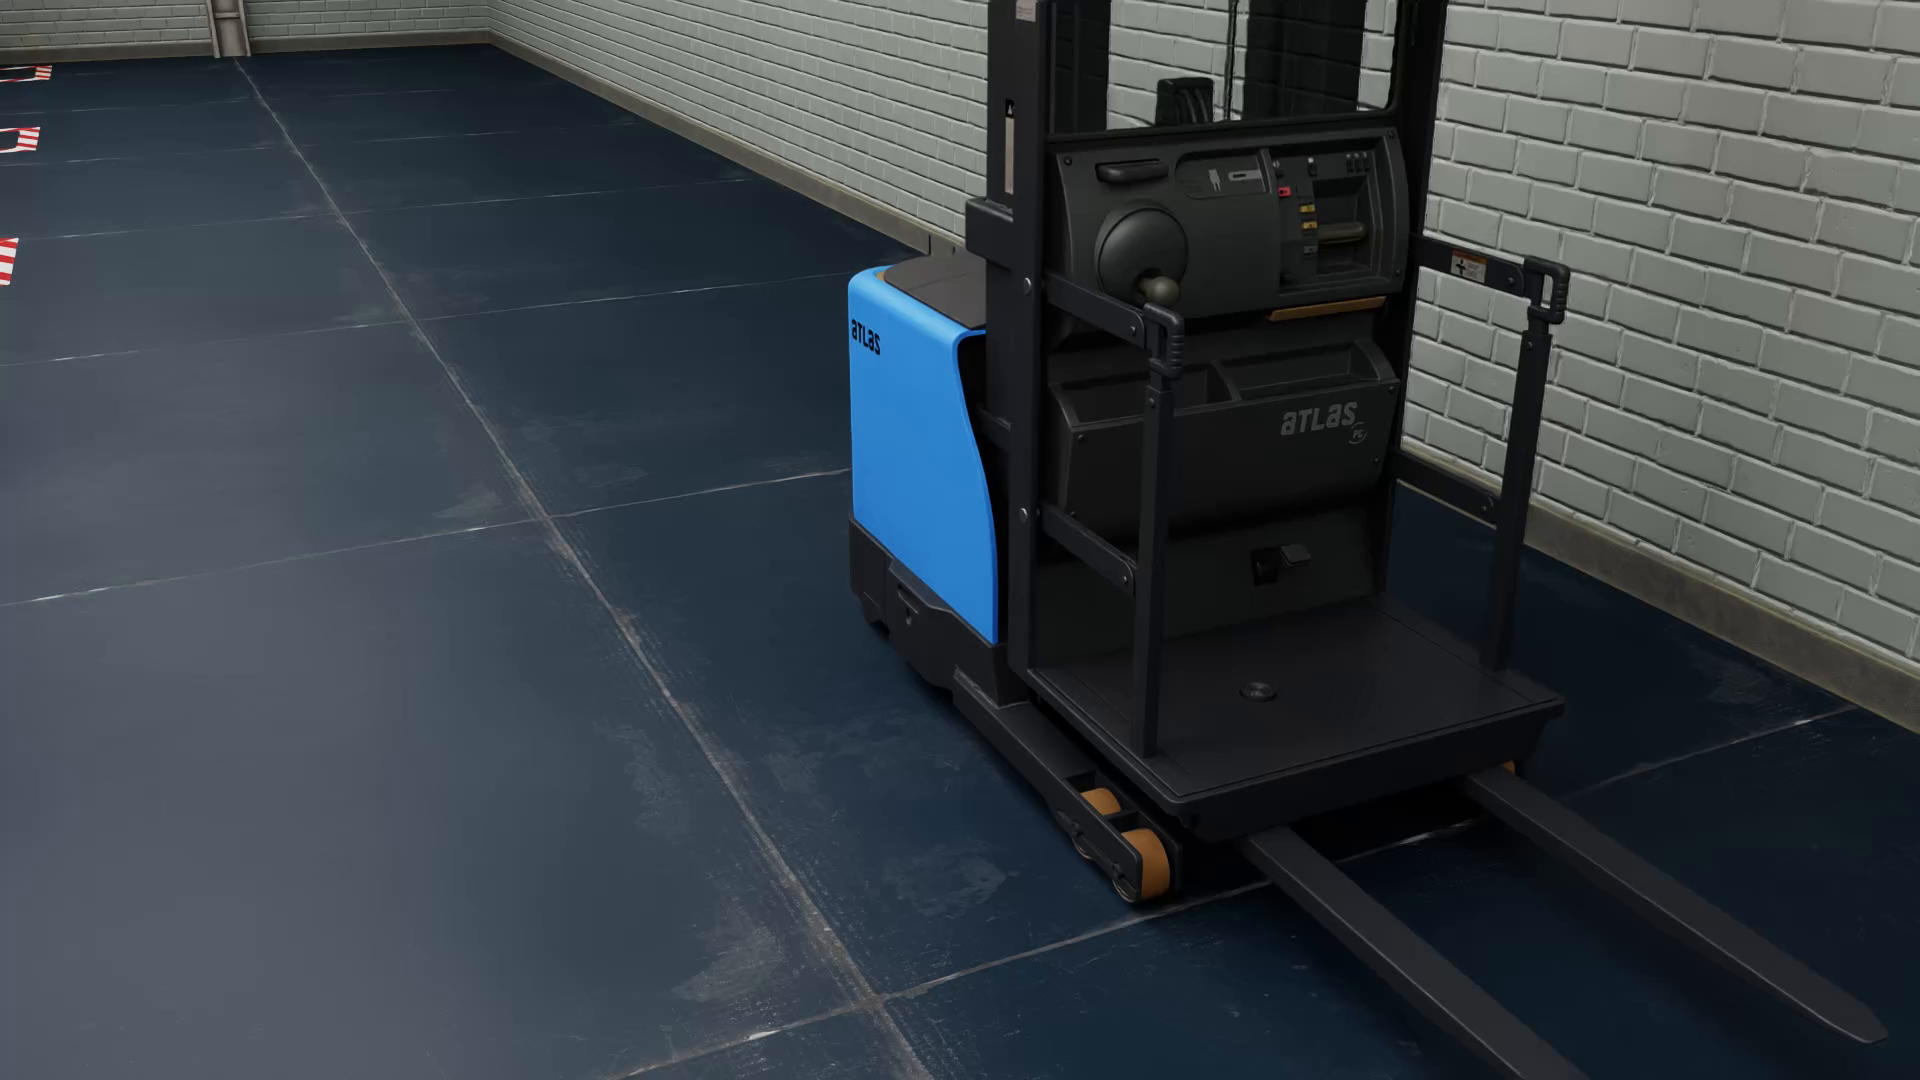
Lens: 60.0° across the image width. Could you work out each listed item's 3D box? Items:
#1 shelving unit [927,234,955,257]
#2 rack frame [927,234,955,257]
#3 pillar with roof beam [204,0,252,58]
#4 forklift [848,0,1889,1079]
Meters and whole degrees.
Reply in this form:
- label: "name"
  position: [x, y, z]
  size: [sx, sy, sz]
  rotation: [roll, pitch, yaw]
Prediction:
- label: "shelving unit"
  position: [0.048, -0.494, 5.571]
  size: [0.252, 1.050, 0.215]
  rotation: [-10, 25, -24]
- label: "rack frame"
  position: [-0.062, -0.474, 5.522]
  size: [0.008, 1.050, 0.200]
  rotation: [-10, 25, -24]
- label: "pillar with roof beam"
  position: [-6.628, -8.332, 14.113]
  size: [0.400, 9.000, 9.100]
  rotation: [-10, 25, -24]
- label: "forklift"
  position: [0.738, -0.724, 3.666]
  size: [1.130, 2.935, 3.031]
  rotation: [-10, 25, -23]
